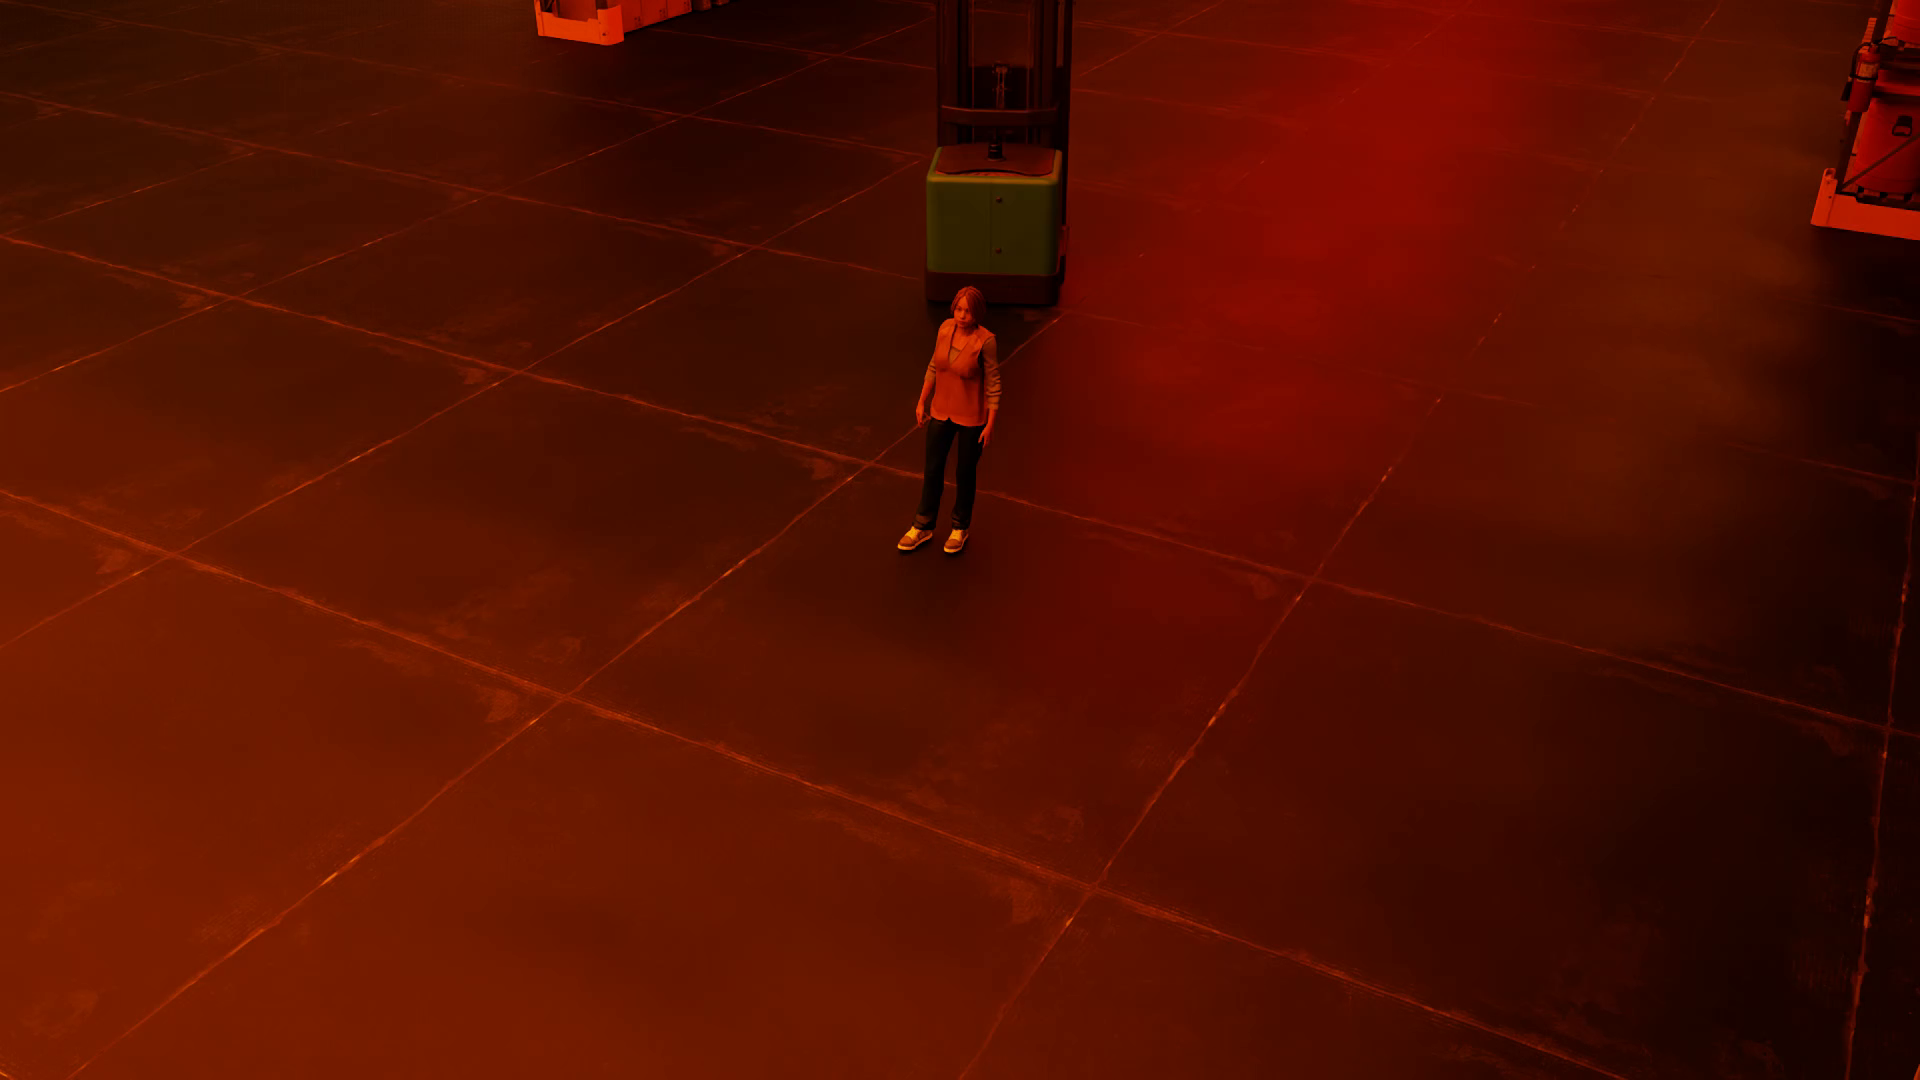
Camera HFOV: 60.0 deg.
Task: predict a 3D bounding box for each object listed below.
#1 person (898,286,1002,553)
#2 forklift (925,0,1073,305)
[{"bbox_3d":[-0.048,-0.669,9.550,0.520,1.597,0.476,15,33,25],"label":"person"},{"bbox_3d":[0.376,-3.829,13.705,1.130,2.935,3.031,3,30,5],"label":"forklift"}]
